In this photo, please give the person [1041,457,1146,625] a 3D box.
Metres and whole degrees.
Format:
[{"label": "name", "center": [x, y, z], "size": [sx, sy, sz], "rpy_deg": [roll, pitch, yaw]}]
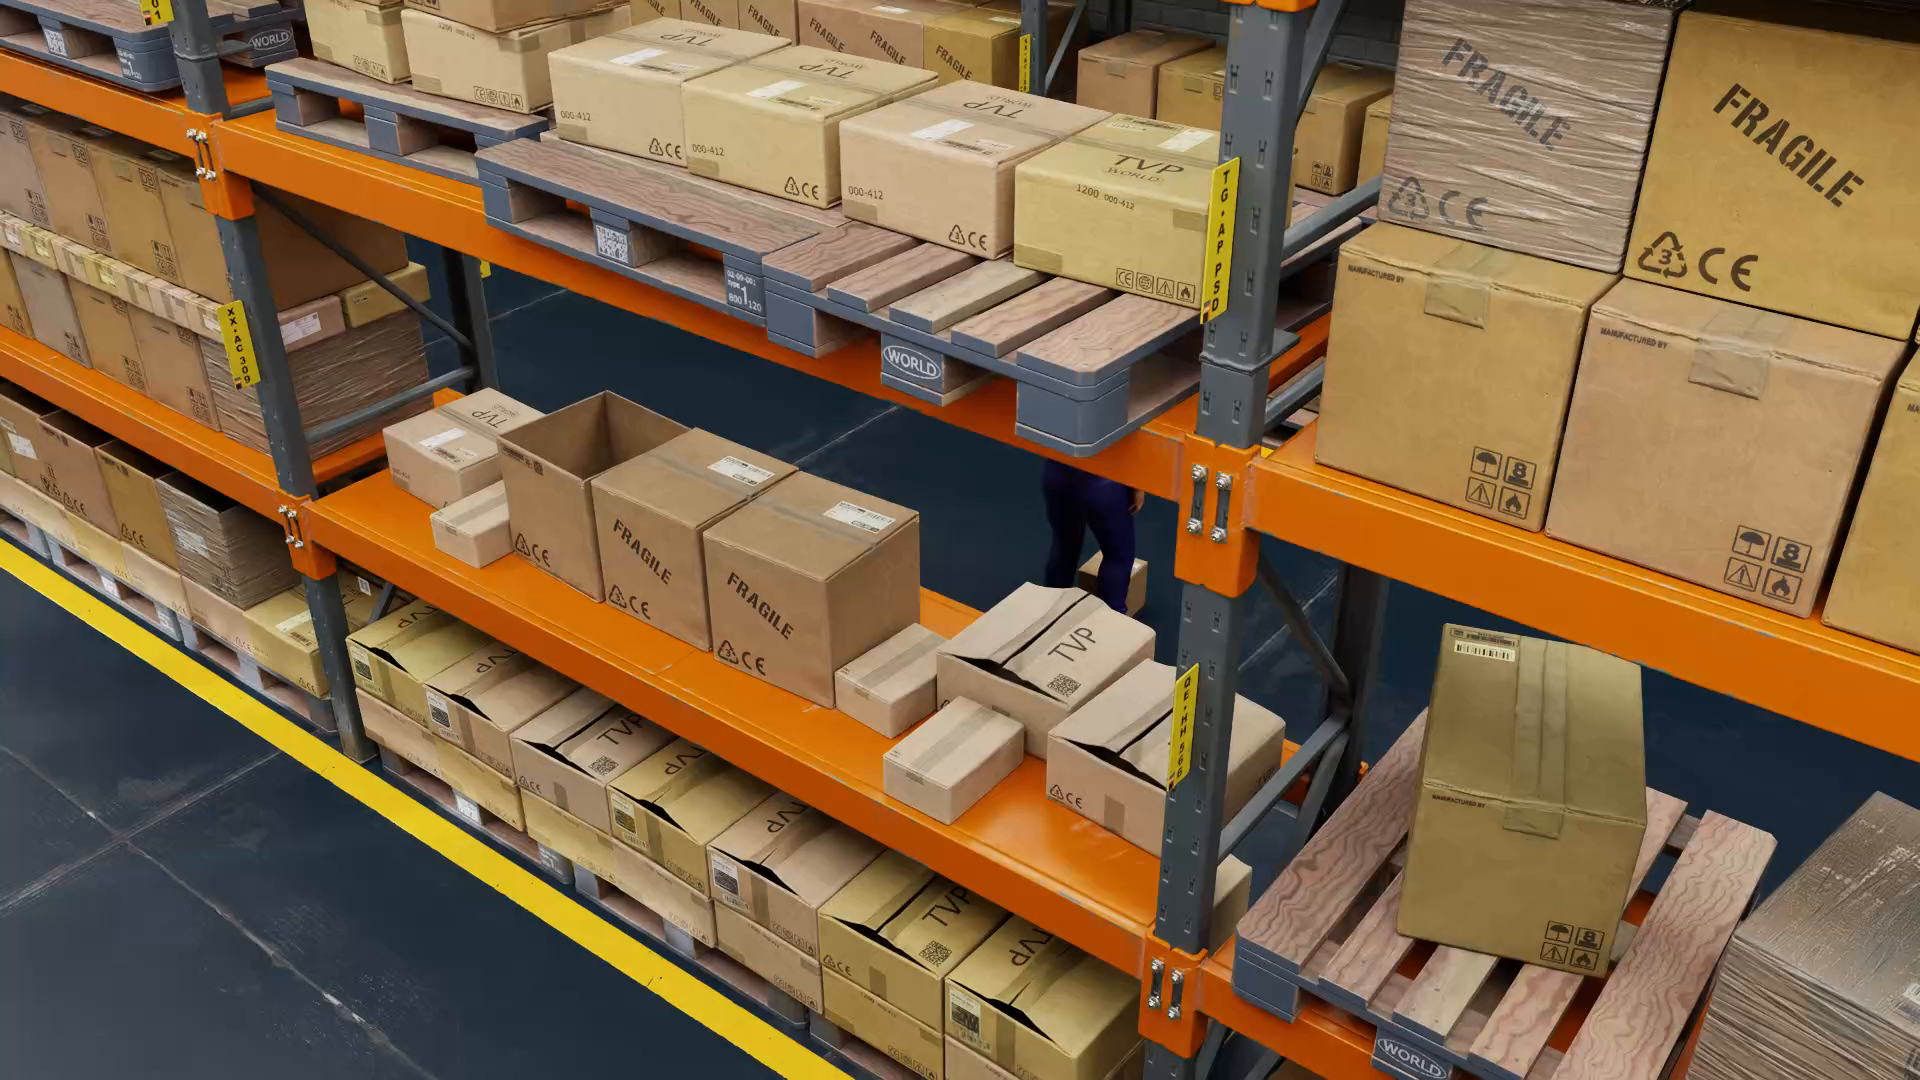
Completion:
[{"label": "person", "center": [0.600, -0.263, 7.591], "size": [0.546, 1.637, 0.367], "rpy_deg": [21, 37, 31]}]
